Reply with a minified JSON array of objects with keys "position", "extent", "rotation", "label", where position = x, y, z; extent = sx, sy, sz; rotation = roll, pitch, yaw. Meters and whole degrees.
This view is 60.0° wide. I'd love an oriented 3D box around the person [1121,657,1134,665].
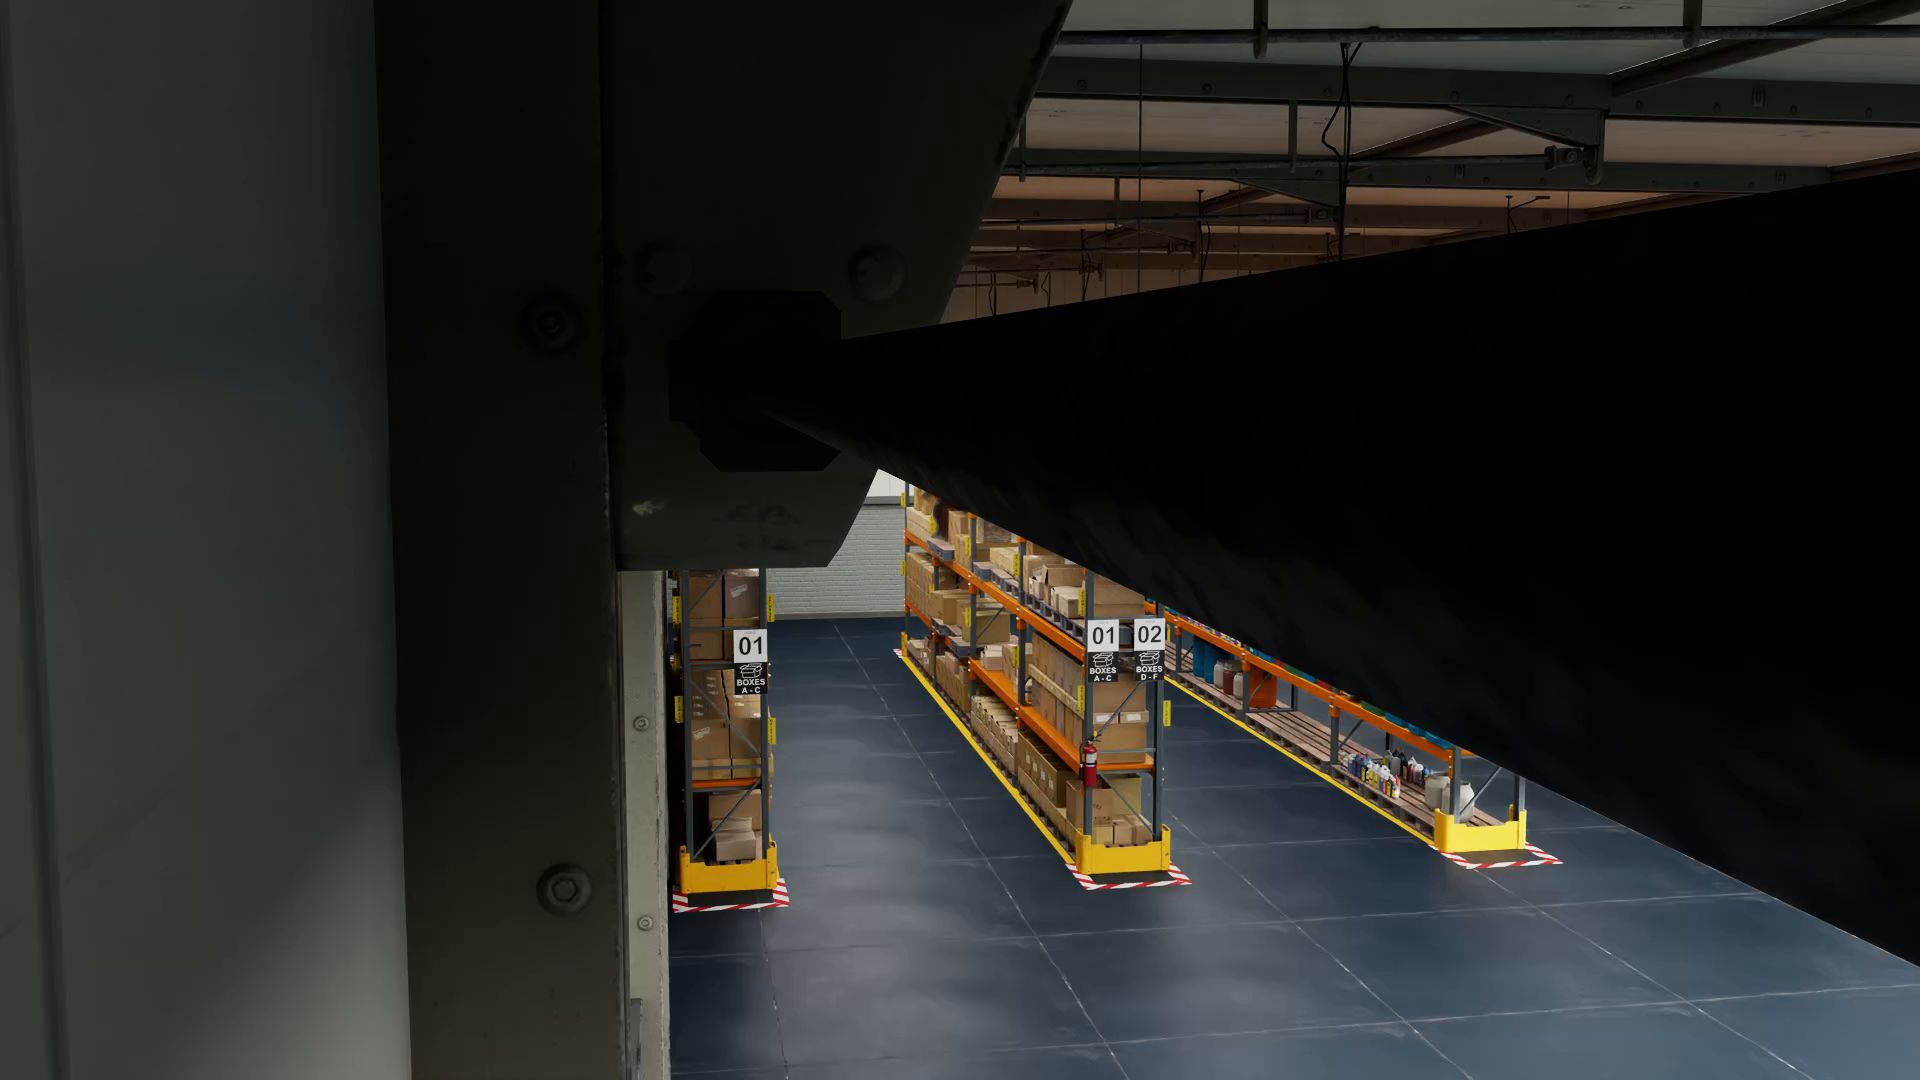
[{"position":[3.327,2.031,32.470],"extent":[0.428,1.736,0.687],"rotation":[-3,7,-29],"label":"person"}]
